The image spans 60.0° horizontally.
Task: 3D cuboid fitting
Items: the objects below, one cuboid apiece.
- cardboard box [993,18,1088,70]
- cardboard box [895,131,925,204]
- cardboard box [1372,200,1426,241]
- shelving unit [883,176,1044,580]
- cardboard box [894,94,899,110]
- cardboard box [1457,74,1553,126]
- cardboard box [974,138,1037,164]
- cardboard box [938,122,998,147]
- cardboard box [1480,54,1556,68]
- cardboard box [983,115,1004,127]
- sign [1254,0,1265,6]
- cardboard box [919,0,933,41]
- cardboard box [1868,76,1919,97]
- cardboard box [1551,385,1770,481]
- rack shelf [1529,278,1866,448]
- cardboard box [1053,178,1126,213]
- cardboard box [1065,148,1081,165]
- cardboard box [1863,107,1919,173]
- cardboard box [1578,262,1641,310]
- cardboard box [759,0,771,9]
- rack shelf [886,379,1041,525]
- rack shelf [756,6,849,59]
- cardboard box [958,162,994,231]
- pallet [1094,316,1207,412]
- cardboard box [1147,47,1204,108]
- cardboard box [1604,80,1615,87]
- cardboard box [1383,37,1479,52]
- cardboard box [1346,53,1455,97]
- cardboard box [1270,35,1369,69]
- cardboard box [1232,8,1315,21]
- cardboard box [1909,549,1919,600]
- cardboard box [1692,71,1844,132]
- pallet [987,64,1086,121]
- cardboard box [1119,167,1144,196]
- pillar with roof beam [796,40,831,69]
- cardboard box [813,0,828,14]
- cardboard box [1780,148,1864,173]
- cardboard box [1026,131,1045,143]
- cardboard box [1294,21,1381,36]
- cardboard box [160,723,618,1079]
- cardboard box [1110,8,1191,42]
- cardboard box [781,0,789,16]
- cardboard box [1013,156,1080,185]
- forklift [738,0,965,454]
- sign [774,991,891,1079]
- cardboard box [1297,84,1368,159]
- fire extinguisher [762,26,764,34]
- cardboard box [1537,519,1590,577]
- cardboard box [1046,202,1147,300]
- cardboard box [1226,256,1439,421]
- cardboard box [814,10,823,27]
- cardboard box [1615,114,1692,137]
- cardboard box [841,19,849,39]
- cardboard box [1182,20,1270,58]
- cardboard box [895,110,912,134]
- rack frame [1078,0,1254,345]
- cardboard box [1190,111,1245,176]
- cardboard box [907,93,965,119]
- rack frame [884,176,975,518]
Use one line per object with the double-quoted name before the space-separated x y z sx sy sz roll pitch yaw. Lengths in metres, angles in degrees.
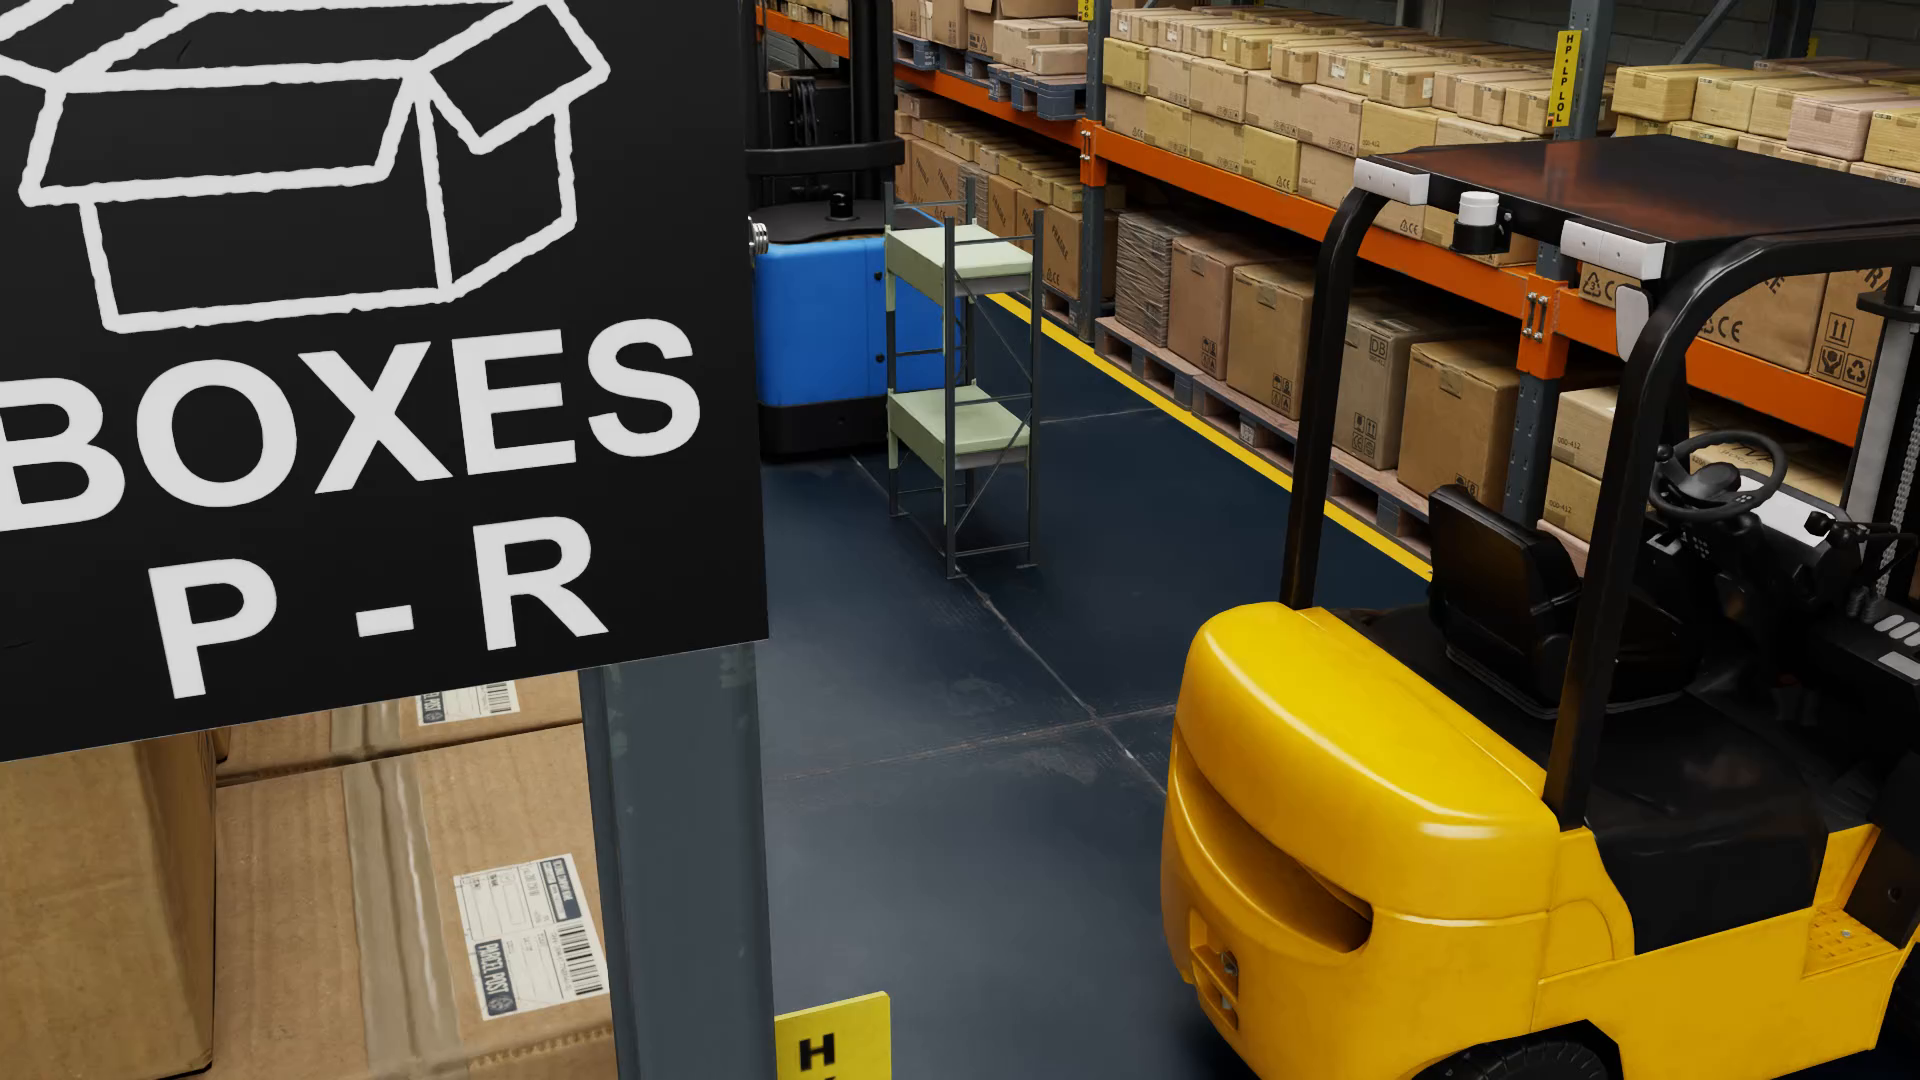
"cardboard box" 0.538 -3.116 10.433 0.500 0.250 0.500 -10 25 -21
"cardboard box" -0.239 -2.941 13.043 0.500 0.500 0.500 -7 24 -17
"cardboard box" 2.021 -1.459 7.043 0.500 0.250 0.500 -8 24 -19
"shelving unit" 0.002 -0.689 6.953 0.431 1.500 0.755 -8 24 -19
"cardboard box" -0.853 -3.673 14.779 0.700 0.500 0.500 -9 25 -21
"cardboard box" 2.190 -1.729 6.527 0.380 0.149 0.250 -9 24 -20
"cardboard box" 0.321 -2.720 11.683 0.380 0.149 0.250 -8 24 -19
"cardboard box" 0.059 -3.000 12.349 0.380 0.149 0.250 -9 24 -20
"cardboard box" 2.460 -1.987 7.138 0.380 0.149 0.250 -9 24 -20
"cardboard box" 0.392 -3.170 12.752 0.380 0.149 0.250 -8 24 -18
"sign" 1.732 -3.264 9.640 0.100 0.325 0.005 -8 24 -19
"cardboard box" -0.068 -3.680 11.752 0.396 0.266 0.258 -7 24 -16
"cardboard box" 3.178 -1.416 5.399 0.380 0.149 0.250 -9 24 -19
"cardboard box" 2.504 -0.368 5.972 0.500 0.250 0.500 -9 24 -20
"rack shelf" 3.333 -0.141 4.649 1.077 0.370 4.000 -8 24 -19
"cardboard box" 0.802 -2.138 10.303 0.380 0.149 0.250 -10 25 -22
"cardboard box" 0.942 -2.605 11.410 0.380 0.149 0.250 -9 24 -20
"cardboard box" 2.849 -1.152 4.775 0.380 0.149 0.250 -9 24 -20
"cardboard box" 2.539 -1.048 5.746 0.500 0.500 0.500 -9 24 -20
"cardboard box" -1.753 -5.287 16.254 0.380 0.149 0.250 -9 24 -19
"rack shelf" 0.002 -0.388 7.080 0.431 0.370 0.720 -8 24 -19
"rack shelf" -0.906 -4.501 14.994 1.077 0.370 4.000 -8 24 -19
"cardboard box" 0.308 -2.378 11.707 0.500 0.500 0.500 -9 25 -21
"pallet" 1.468 -1.063 9.501 1.003 0.211 1.213 -8 24 -19
"cardboard box" 1.317 -2.437 8.719 0.500 0.250 0.500 -8 24 -17
"cardboard box" 2.703 -1.701 6.460 0.380 0.149 0.250 -9 24 -20
"cardboard box" 2.208 -2.262 7.790 0.380 0.149 0.250 -8 24 -19
"cardboard box" 1.902 -2.006 7.184 0.380 0.149 0.250 -9 24 -20
"cardboard box" 1.699 -2.293 7.863 0.380 0.149 0.250 -8 24 -19
"cardboard box" 1.715 -2.827 9.132 0.380 0.149 0.250 -8 24 -18
"cardboard box" 3.040 0.191 4.648 0.500 0.250 0.500 -9 24 -20
"cardboard box" 2.655 -1.444 5.468 0.380 0.149 0.250 -8 24 -18
"pallet" 0.908 -2.801 10.280 1.213 0.211 1.003 -8 24 -19
"cardboard box" 1.252 -2.326 10.748 0.380 0.149 0.250 -8 24 -17
"pillar with roof beam" -5.749 -8.837 16.629 9.100 9.000 0.400 -8 24 -19
"cardboard box" -0.962 -4.689 14.322 0.500 0.250 0.500 -9 24 -19
"cardboard box" 2.722 -1.108 5.052 0.380 0.149 0.250 -8 24 -18
"cardboard box" 0.697 -2.888 12.082 0.380 0.149 0.250 -8 24 -18
"cardboard box" 1.921 -2.540 8.450 0.380 0.149 0.250 -8 24 -19
"cardboard box" -0.511 0.543 1.587 0.500 0.500 0.500 -9 24 -20
"cardboard box" 1.051 -2.841 9.165 0.380 0.149 0.250 -8 24 -17
"cardboard box" -1.463 -5.010 15.597 0.380 0.149 0.250 -8 24 -17
"cardboard box" 0.574 -2.437 11.012 0.380 0.149 0.250 -8 24 -17
"forklift" -0.968 -2.311 8.959 1.130 2.935 3.031 -8 24 -19
"sign" -0.095 0.463 1.174 0.100 0.325 0.005 -8 24 -19
"cardboard box" 1.850 -1.876 7.389 0.500 0.250 0.500 -8 24 -18
"fire extinguisher" -2.097 -5.342 16.642 0.296 0.674 0.183 -8 24 -19
"cardboard box" 2.488 0.096 6.161 0.500 0.250 0.500 -8 24 -18
"cardboard box" 0.863 -1.818 10.380 0.500 0.500 0.500 -8 24 -17
"cardboard box" 1.897 -1.042 8.378 0.875 0.625 0.625 -9 25 -21
"cardboard box" -1.077 -4.635 14.707 0.380 0.149 0.250 -8 24 -19
"cardboard box" 2.493 -1.392 5.727 0.380 0.149 0.250 -9 24 -20
"cardboard box" -0.775 -4.254 13.805 0.380 0.149 0.250 -8 24 -18
"cardboard box" 1.365 -2.561 8.501 0.380 0.149 0.250 -8 24 -18
"cardboard box" -0.322 -3.280 13.012 0.380 0.149 0.250 -7 24 -16
"rack frame" 1.213 -2.653 9.681 1.000 3.000 0.127 -8 24 -19
"cardboard box" 1.503 -2.019 8.372 0.500 0.250 0.500 -9 25 -21
"cardboard box" -0.185 -3.329 12.746 0.380 0.149 0.250 -10 25 -22
"rack frame" -0.127 -0.822 7.268 0.400 1.500 0.023 -8 24 -19
